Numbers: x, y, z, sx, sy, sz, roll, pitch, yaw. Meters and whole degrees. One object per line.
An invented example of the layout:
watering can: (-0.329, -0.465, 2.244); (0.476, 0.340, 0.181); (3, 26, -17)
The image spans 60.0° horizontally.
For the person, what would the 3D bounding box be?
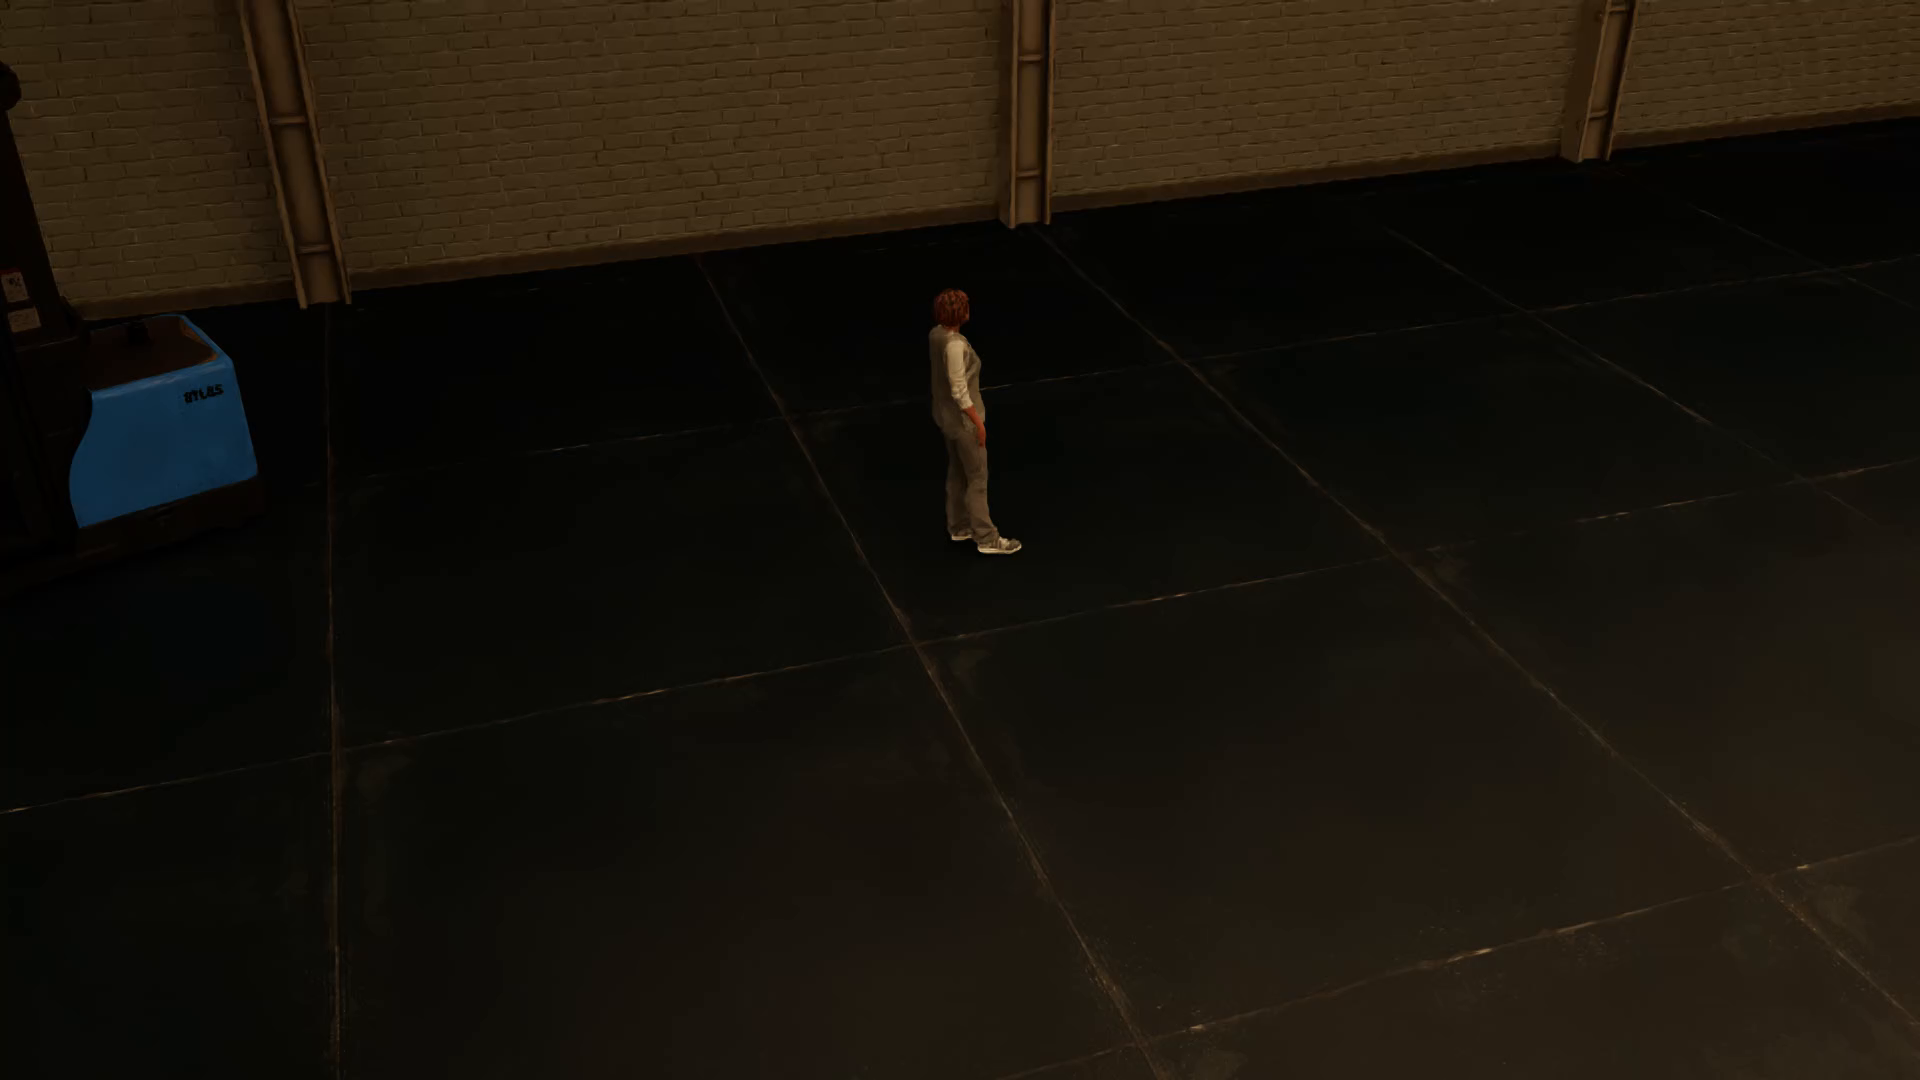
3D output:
person: (0.075, -0.704, 9.633); (0.474, 1.597, 0.521); (-10, 31, -16)

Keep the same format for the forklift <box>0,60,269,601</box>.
forklift: (-5.719, -1.127, 9.046); (3.031, 2.935, 1.130); (-22, 36, -33)
